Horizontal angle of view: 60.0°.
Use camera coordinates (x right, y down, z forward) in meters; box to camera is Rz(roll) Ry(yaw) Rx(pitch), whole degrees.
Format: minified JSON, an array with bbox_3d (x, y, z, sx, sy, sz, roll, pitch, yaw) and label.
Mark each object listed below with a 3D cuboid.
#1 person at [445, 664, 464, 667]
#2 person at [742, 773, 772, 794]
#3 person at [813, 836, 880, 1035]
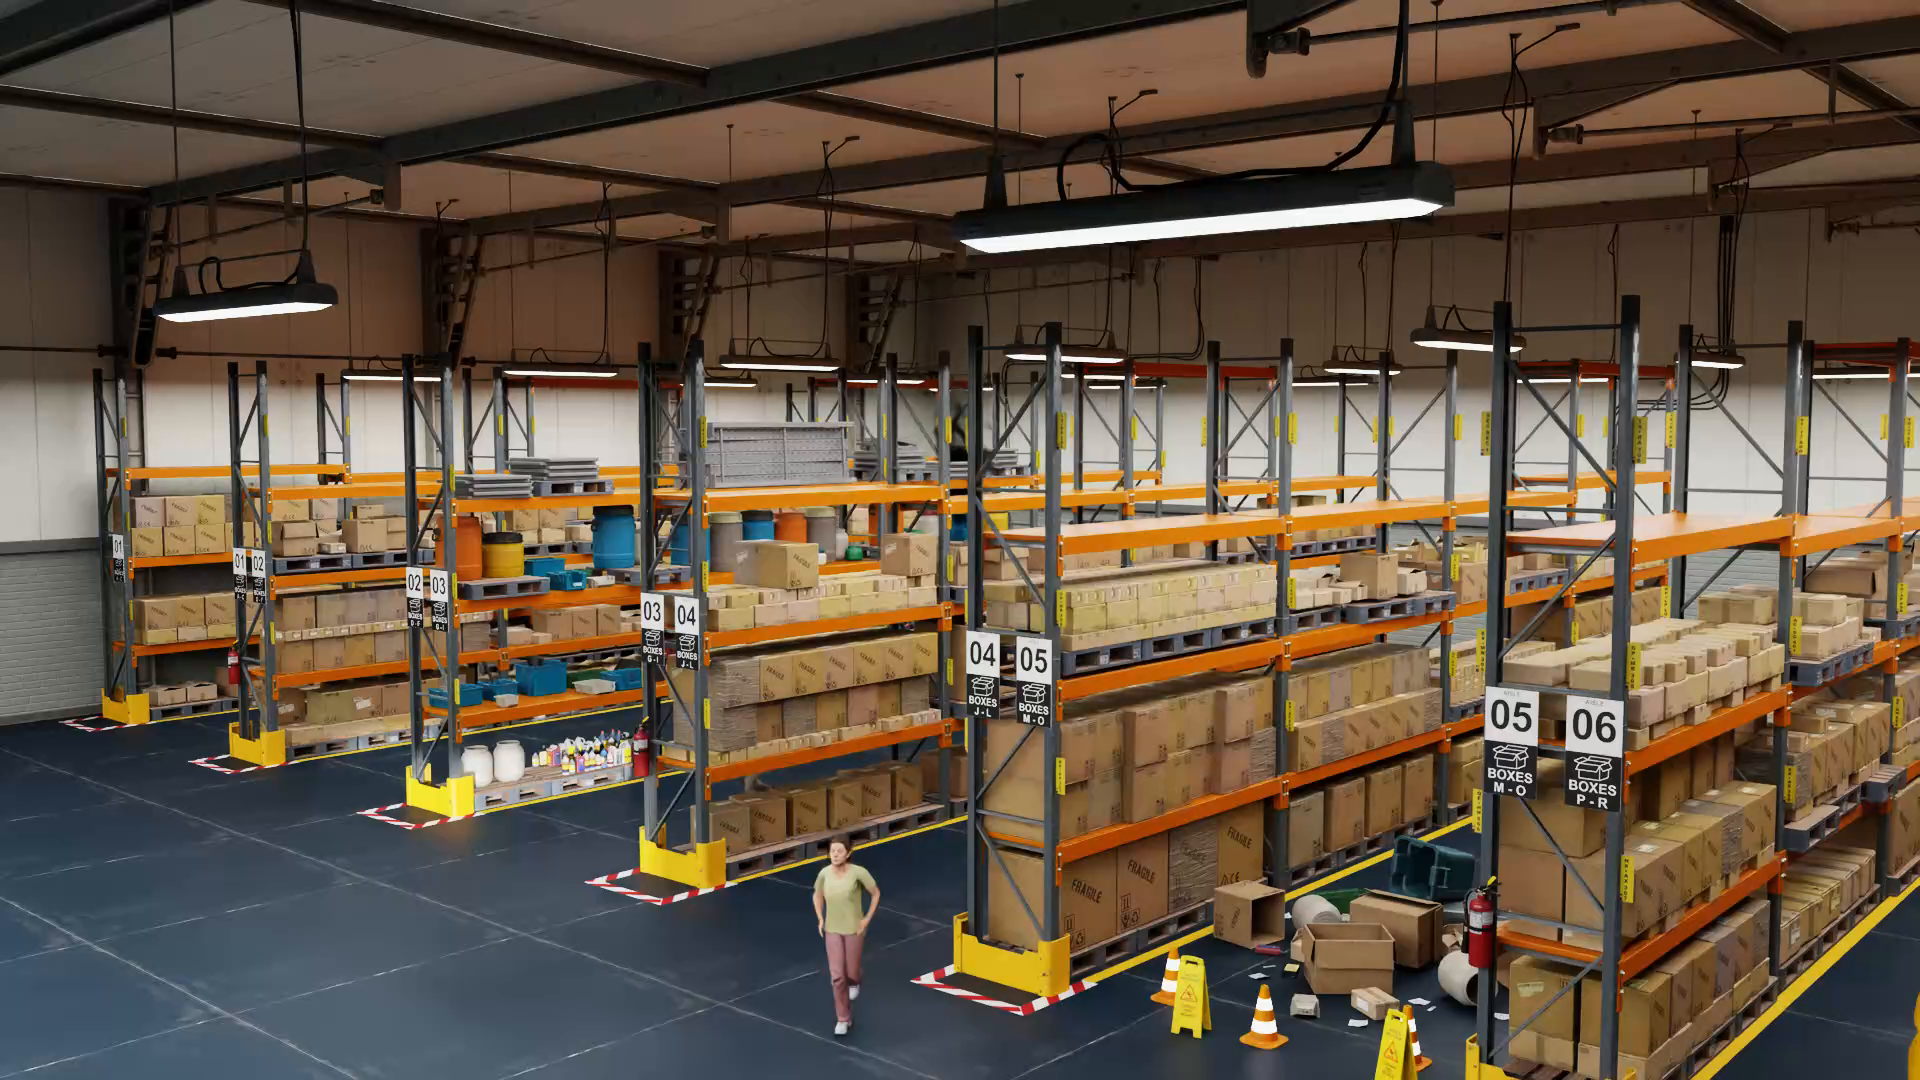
[{"bbox_3d":[-8.948,2.082,29.356,0.659,1.773,1.002,3,5,40],"label":"person"},{"bbox_3d":[-2.615,2.749,21.297,0.585,1.673,0.891,3,5,35],"label":"person"},{"bbox_3d":[-0.961,3.310,14.147,0.583,1.637,0.675,1,4,10],"label":"person"}]
